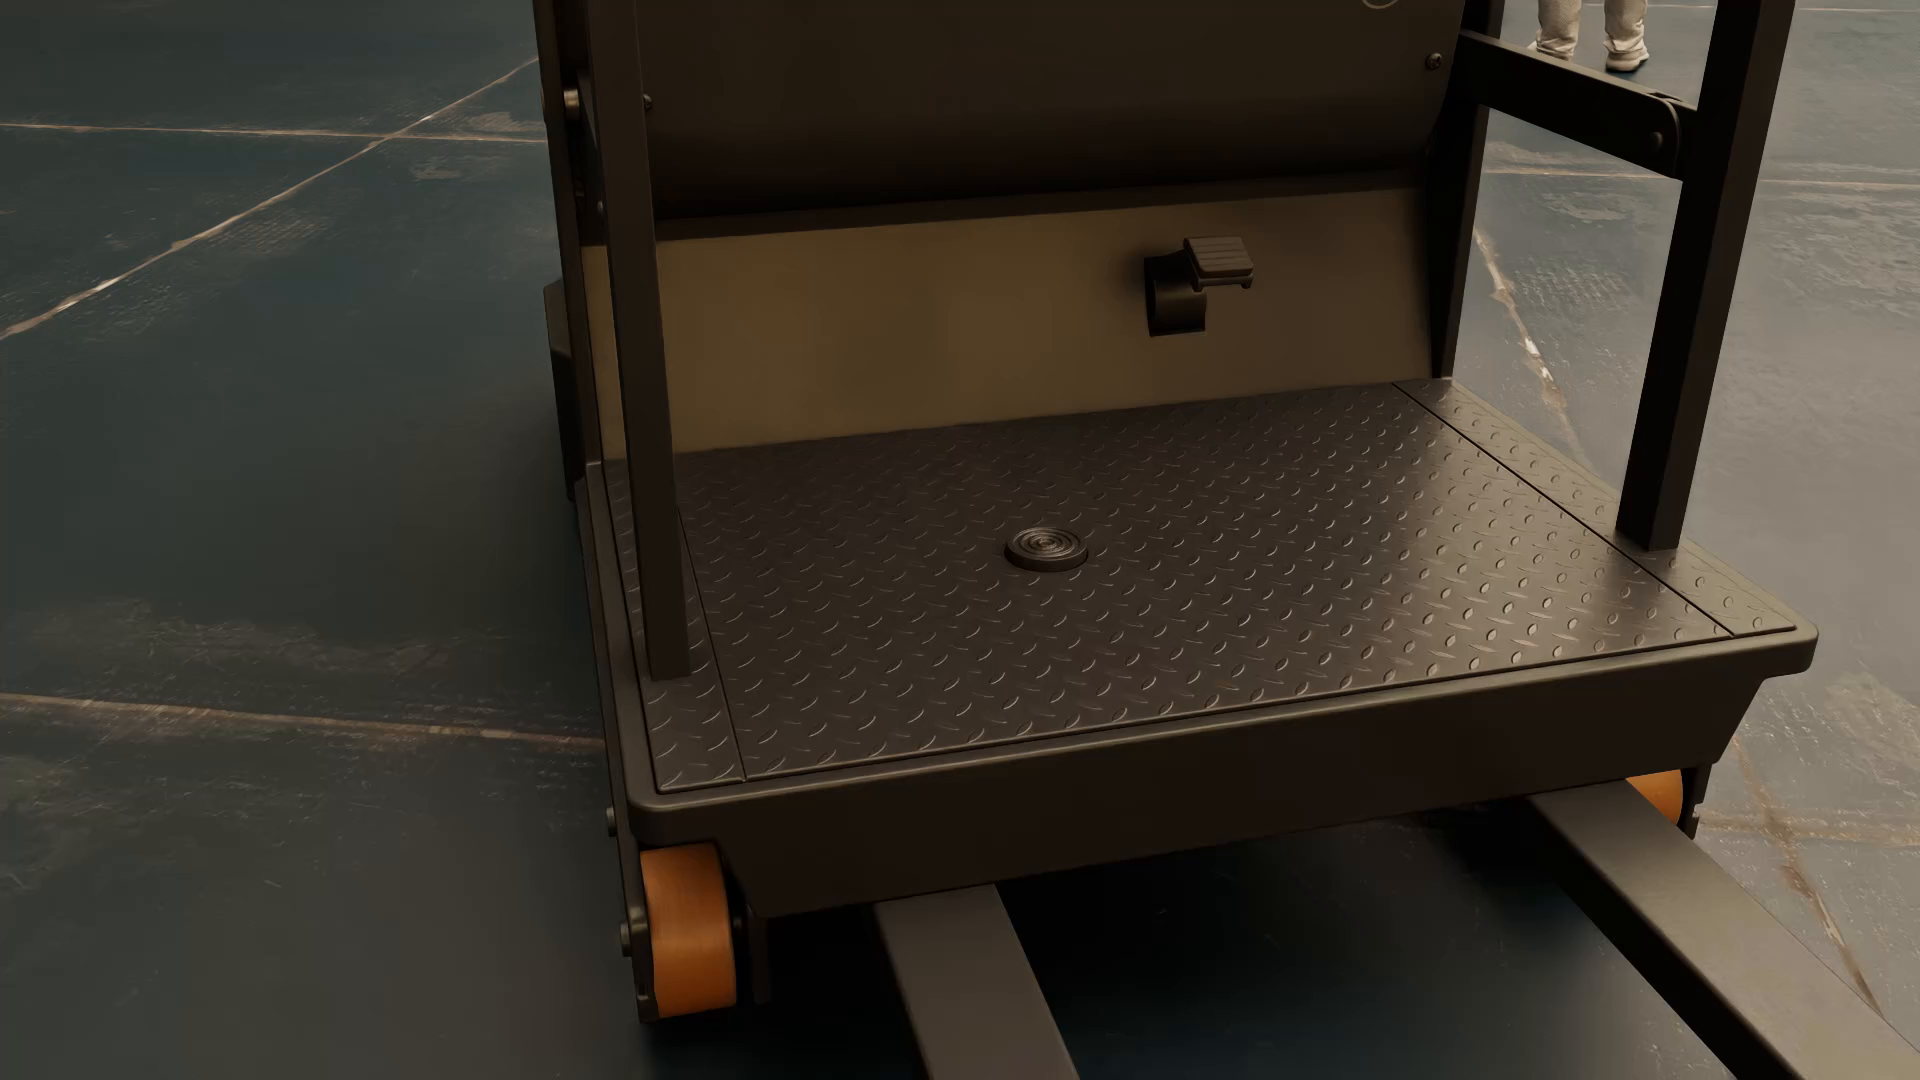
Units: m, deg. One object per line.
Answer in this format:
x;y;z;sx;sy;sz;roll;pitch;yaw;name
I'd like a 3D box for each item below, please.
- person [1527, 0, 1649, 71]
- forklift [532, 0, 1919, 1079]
2.070;-2.424;5.372;0.665;1.759;0.576;6;27;12;person
0.153;-1.049;1.319;1.130;2.935;3.031;-7;27;-13;forklift
